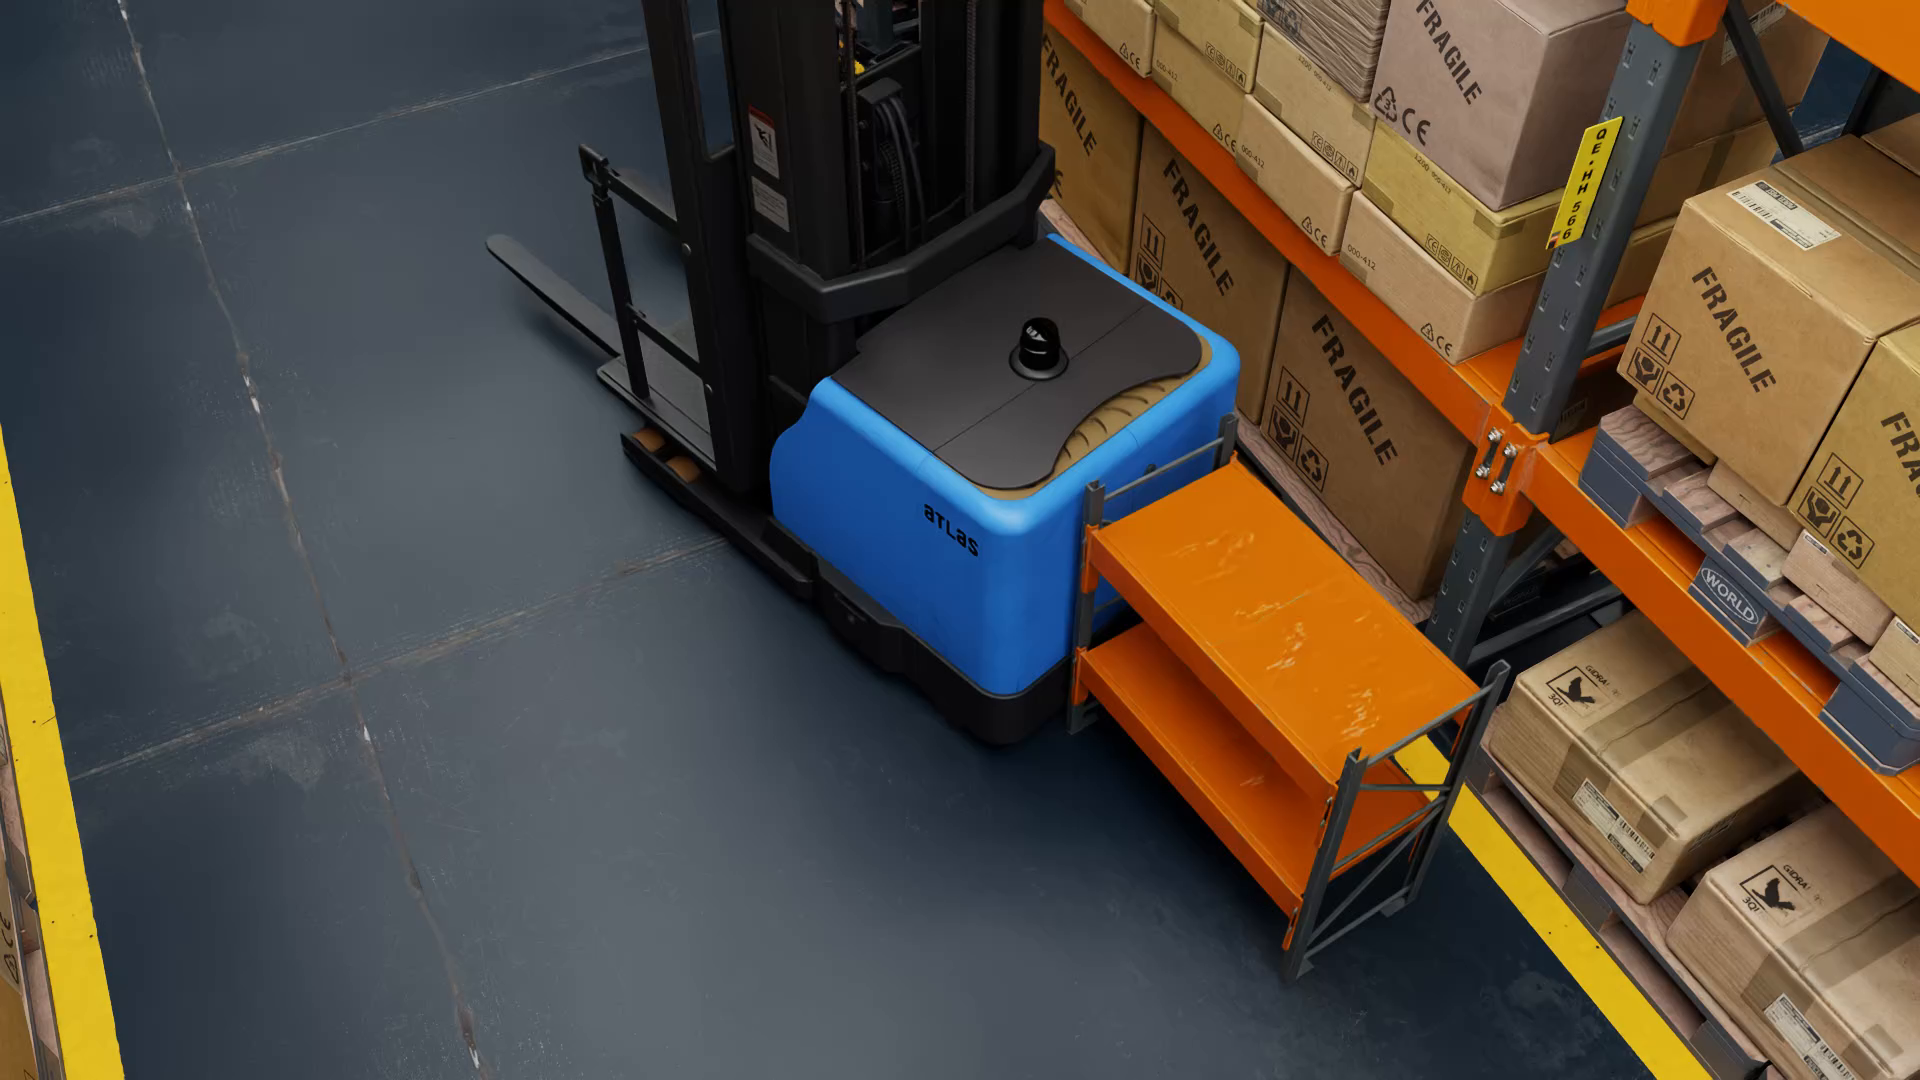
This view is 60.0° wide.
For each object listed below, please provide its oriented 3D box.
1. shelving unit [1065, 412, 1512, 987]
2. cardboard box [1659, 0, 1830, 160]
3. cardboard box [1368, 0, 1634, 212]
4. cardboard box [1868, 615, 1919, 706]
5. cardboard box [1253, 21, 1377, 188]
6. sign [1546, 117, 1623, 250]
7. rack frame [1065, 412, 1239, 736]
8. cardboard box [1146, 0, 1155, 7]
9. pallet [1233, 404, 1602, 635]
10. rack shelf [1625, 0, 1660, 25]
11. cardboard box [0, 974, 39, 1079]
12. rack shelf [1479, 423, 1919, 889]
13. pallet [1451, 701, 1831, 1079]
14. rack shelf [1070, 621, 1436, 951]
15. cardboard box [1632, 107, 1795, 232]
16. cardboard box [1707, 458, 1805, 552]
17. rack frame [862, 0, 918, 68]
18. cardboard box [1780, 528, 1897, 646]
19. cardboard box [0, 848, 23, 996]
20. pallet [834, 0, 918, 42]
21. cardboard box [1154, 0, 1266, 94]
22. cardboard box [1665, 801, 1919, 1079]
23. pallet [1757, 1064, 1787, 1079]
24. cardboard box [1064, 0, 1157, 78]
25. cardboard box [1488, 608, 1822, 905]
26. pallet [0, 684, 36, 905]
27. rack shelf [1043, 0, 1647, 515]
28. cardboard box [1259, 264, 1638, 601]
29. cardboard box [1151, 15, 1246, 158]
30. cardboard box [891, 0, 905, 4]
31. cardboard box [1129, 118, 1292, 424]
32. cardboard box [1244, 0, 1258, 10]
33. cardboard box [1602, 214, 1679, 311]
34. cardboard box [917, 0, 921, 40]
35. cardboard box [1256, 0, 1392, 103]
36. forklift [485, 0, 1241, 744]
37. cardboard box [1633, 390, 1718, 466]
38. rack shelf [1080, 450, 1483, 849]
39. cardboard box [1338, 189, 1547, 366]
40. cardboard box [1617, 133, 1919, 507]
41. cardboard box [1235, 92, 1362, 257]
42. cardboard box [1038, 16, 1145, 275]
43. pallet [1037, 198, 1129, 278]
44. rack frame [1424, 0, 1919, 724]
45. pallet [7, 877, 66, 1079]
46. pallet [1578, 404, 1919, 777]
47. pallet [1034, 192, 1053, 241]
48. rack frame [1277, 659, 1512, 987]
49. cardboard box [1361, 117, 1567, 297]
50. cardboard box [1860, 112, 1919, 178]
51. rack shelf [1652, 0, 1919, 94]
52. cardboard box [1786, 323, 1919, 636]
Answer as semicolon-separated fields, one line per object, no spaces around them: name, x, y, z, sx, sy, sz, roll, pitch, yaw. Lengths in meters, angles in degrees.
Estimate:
shelving unit;0.828;0.450;4.609;0.538;1.125;1.048;-26;54;-21
cardboard box;1.860;-1.372;4.227;0.500;0.500;0.500;-23;53;-19
cardboard box;1.399;-1.214;4.088;0.500;0.500;0.500;-22;53;-18
cardboard box;2.143;0.221;3.451;0.380;0.149;0.250;-21;52;-17
cardboard box;1.183;-1.289;4.652;0.500;0.250;0.500;-22;53;-18
sign;1.377;-0.783;3.673;0.100;0.325;0.005;-21;52;-18
rack frame;0.548;0.130;4.889;0.500;1.125;0.032;-26;54;-21
cardboard box;0.693;-1.972;5.250;0.500;0.250;0.500;-23;53;-19
pallet;1.575;-0.231;5.812;1.003;0.211;1.213;-21;52;-18
rack shelf;0.953;-2.685;4.591;1.077;0.370;4.000;-21;52;-18
cardboard box;-2.583;1.300;4.001;0.500;0.500;0.500;-23;53;-19
rack shelf;2.784;0.980;3.378;1.077;0.370;4.000;-21;52;-18
pallet;2.225;0.846;4.870;1.003;0.211;1.213;-21;52;-18
rack shelf;0.828;0.611;4.793;0.538;0.278;1.000;-26;54;-21
cardboard box;1.856;-1.135;4.517;0.500;0.250;0.500;-22;52;-18
cardboard box;1.951;-0.169;3.793;0.380;0.149;0.250;-24;53;-20
rack frame;0.038;-3.273;6.620;1.000;3.000;0.127;-21;52;-18
cardboard box;2.036;0.030;3.619;0.380;0.149;0.250;-24;53;-20
cardboard box;-2.817;0.965;4.295;0.500;0.500;0.500;-21;52;-17
pallet;-0.240;-2.891;8.138;1.003;0.211;1.213;-21;52;-18
cardboard box;0.931;-1.625;4.946;0.500;0.250;0.500;-22;53;-18
cardboard box;2.463;1.004;4.346;0.950;0.372;0.625;-22;52;-18
pallet;2.779;1.661;4.157;1.003;0.211;1.213;-21;52;-18
cardboard box;0.684;-1.806;5.436;0.500;0.250;0.500;-22;52;-18
cardboard box;2.118;0.513;4.775;0.950;0.372;0.625;-24;53;-20
pallet;-3.397;0.756;4.948;1.003;0.211;1.213;-21;52;-18
rack shelf;0.953;-1.697;5.720;1.077;0.370;4.000;-21;52;-18
cardboard box;1.626;-0.525;5.349;0.875;0.875;0.875;-22;52;-18
cardboard box;0.942;-1.474;5.146;0.500;0.250;0.500;-22;52;-18
cardboard box;-0.154;-3.025;7.826;0.875;0.438;0.875;-22;52;-18
cardboard box;1.222;-1.124;5.873;0.875;0.875;0.875;-21;52;-17
cardboard box;0.936;-1.889;4.679;0.500;0.500;0.500;-21;52;-17
cardboard box;1.868;-0.960;4.697;0.500;0.250;0.500;-22;52;-18
cardboard box;0.393;-2.324;6.922;0.875;0.875;0.875;-20;52;-16
cardboard box;1.157;-1.554;4.386;0.500;0.500;0.500;-20;52;-17
forklift;-0.556;-1.347;4.981;1.130;2.935;3.031;-36;58;-27
cardboard box;1.852;-0.370;3.968;0.380;0.149;0.250;-24;53;-20
rack shelf;0.828;0.257;4.389;0.538;0.278;1.000;-26;54;-21
cardboard box;1.406;-0.795;4.552;0.500;0.250;0.500;-23;53;-19
cardboard box;1.869;-0.484;3.637;0.500;0.500;0.500;-23;53;-19
cardboard box;1.159;-1.132;4.847;0.500;0.250;0.500;-20;52;-17
cardboard box;0.813;-1.722;6.396;0.875;0.875;0.875;-20;52;-16
pallet;1.021;-1.047;6.525;1.003;0.211;1.213;-21;52;-18
rack frame;1.869;-0.596;4.278;1.000;3.000;0.127;-21;52;-18
pallet;-2.843;1.572;4.235;1.003;0.211;1.213;-21;52;-18
pallet;2.289;-0.092;3.965;1.213;0.211;1.003;-21;52;-18
pallet;0.458;-1.864;7.240;1.003;0.211;1.213;-21;52;-18
rack frame;1.107;0.769;4.330;0.500;1.125;0.032;-26;54;-21
cardboard box;1.421;-0.947;4.353;0.500;0.250;0.500;-21;52;-18
cardboard box;2.324;-0.656;3.788;0.500;0.500;0.500;-23;53;-19
rack shelf;2.784;-0.008;2.249;1.077;0.370;4.000;-21;52;-18
cardboard box;2.113;-0.137;3.334;0.500;0.500;0.500;-19;51;-16
